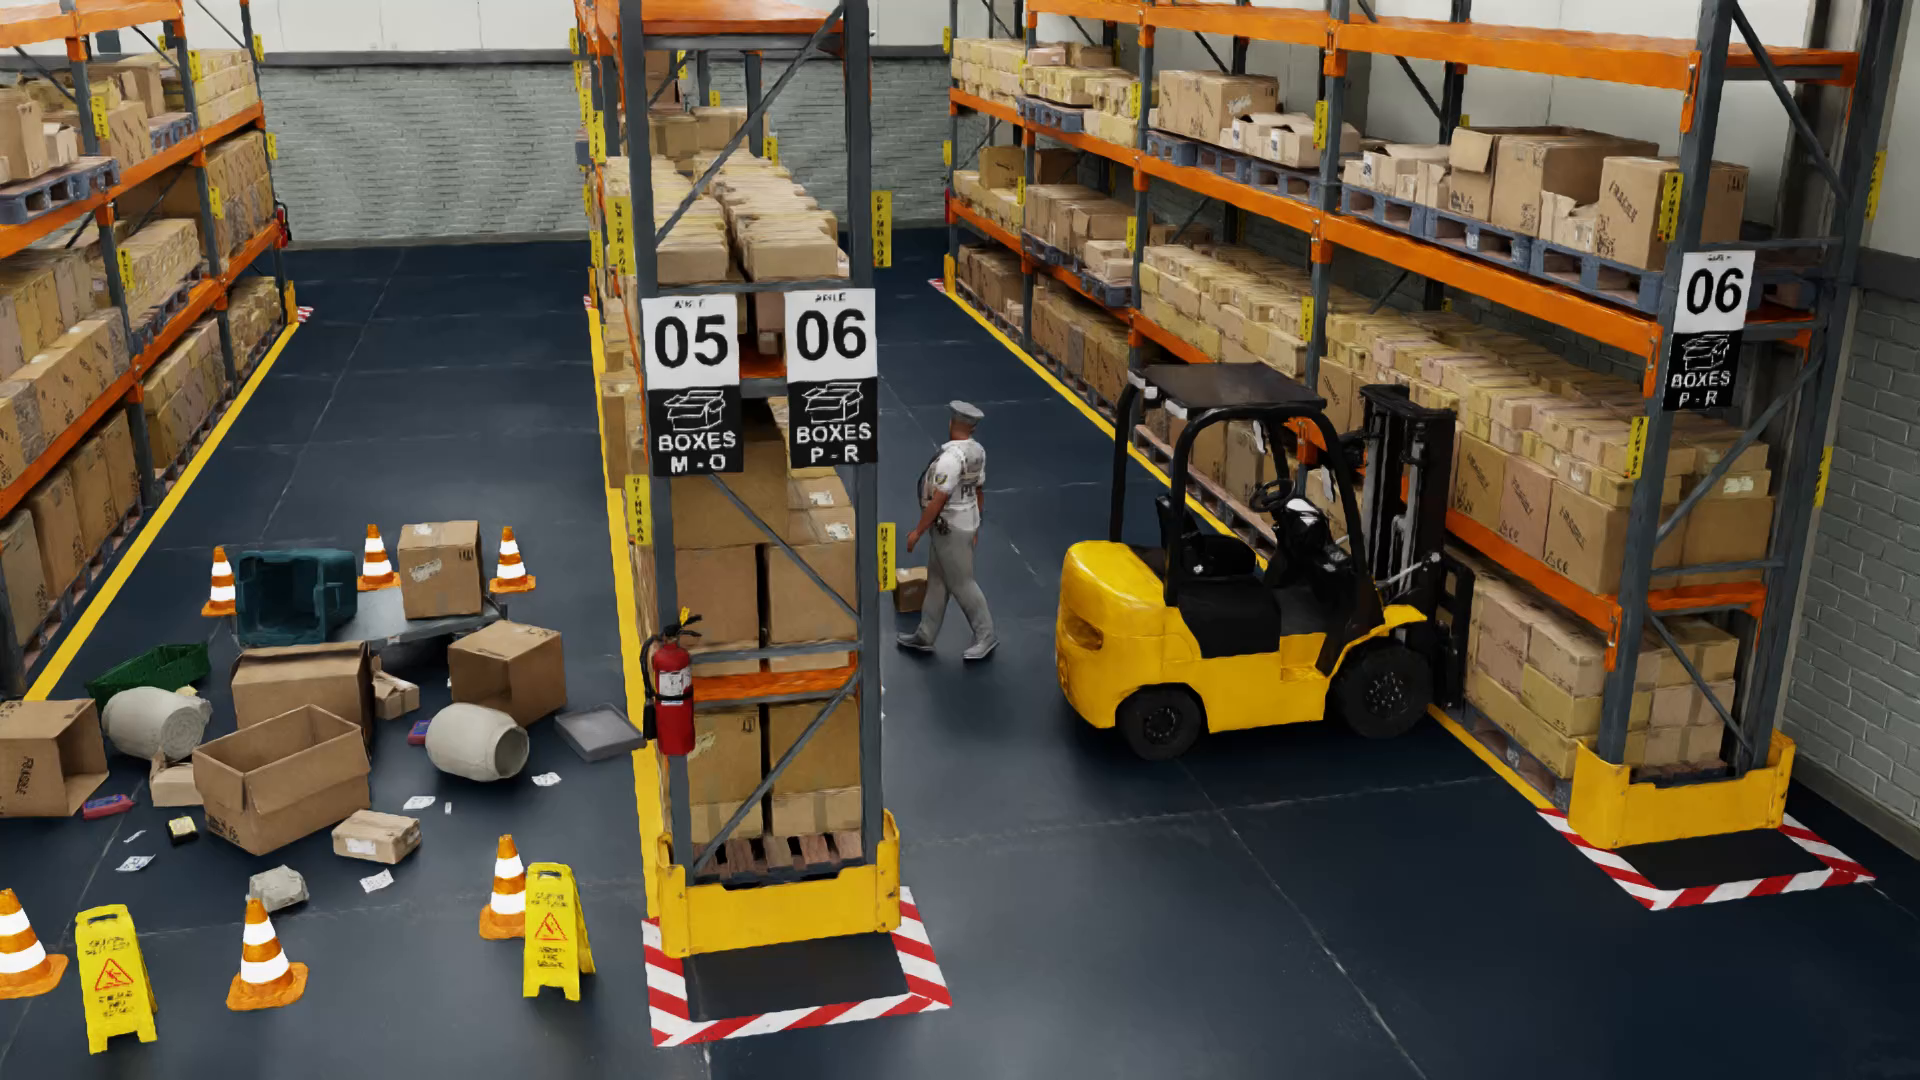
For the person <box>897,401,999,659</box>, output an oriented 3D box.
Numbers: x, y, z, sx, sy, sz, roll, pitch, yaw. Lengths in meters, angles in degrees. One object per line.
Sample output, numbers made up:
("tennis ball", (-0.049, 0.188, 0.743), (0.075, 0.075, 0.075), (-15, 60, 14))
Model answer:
("person", (-0.085, -0.072, 11.302), (0.720, 1.723, 0.580), (3, 20, 9))
